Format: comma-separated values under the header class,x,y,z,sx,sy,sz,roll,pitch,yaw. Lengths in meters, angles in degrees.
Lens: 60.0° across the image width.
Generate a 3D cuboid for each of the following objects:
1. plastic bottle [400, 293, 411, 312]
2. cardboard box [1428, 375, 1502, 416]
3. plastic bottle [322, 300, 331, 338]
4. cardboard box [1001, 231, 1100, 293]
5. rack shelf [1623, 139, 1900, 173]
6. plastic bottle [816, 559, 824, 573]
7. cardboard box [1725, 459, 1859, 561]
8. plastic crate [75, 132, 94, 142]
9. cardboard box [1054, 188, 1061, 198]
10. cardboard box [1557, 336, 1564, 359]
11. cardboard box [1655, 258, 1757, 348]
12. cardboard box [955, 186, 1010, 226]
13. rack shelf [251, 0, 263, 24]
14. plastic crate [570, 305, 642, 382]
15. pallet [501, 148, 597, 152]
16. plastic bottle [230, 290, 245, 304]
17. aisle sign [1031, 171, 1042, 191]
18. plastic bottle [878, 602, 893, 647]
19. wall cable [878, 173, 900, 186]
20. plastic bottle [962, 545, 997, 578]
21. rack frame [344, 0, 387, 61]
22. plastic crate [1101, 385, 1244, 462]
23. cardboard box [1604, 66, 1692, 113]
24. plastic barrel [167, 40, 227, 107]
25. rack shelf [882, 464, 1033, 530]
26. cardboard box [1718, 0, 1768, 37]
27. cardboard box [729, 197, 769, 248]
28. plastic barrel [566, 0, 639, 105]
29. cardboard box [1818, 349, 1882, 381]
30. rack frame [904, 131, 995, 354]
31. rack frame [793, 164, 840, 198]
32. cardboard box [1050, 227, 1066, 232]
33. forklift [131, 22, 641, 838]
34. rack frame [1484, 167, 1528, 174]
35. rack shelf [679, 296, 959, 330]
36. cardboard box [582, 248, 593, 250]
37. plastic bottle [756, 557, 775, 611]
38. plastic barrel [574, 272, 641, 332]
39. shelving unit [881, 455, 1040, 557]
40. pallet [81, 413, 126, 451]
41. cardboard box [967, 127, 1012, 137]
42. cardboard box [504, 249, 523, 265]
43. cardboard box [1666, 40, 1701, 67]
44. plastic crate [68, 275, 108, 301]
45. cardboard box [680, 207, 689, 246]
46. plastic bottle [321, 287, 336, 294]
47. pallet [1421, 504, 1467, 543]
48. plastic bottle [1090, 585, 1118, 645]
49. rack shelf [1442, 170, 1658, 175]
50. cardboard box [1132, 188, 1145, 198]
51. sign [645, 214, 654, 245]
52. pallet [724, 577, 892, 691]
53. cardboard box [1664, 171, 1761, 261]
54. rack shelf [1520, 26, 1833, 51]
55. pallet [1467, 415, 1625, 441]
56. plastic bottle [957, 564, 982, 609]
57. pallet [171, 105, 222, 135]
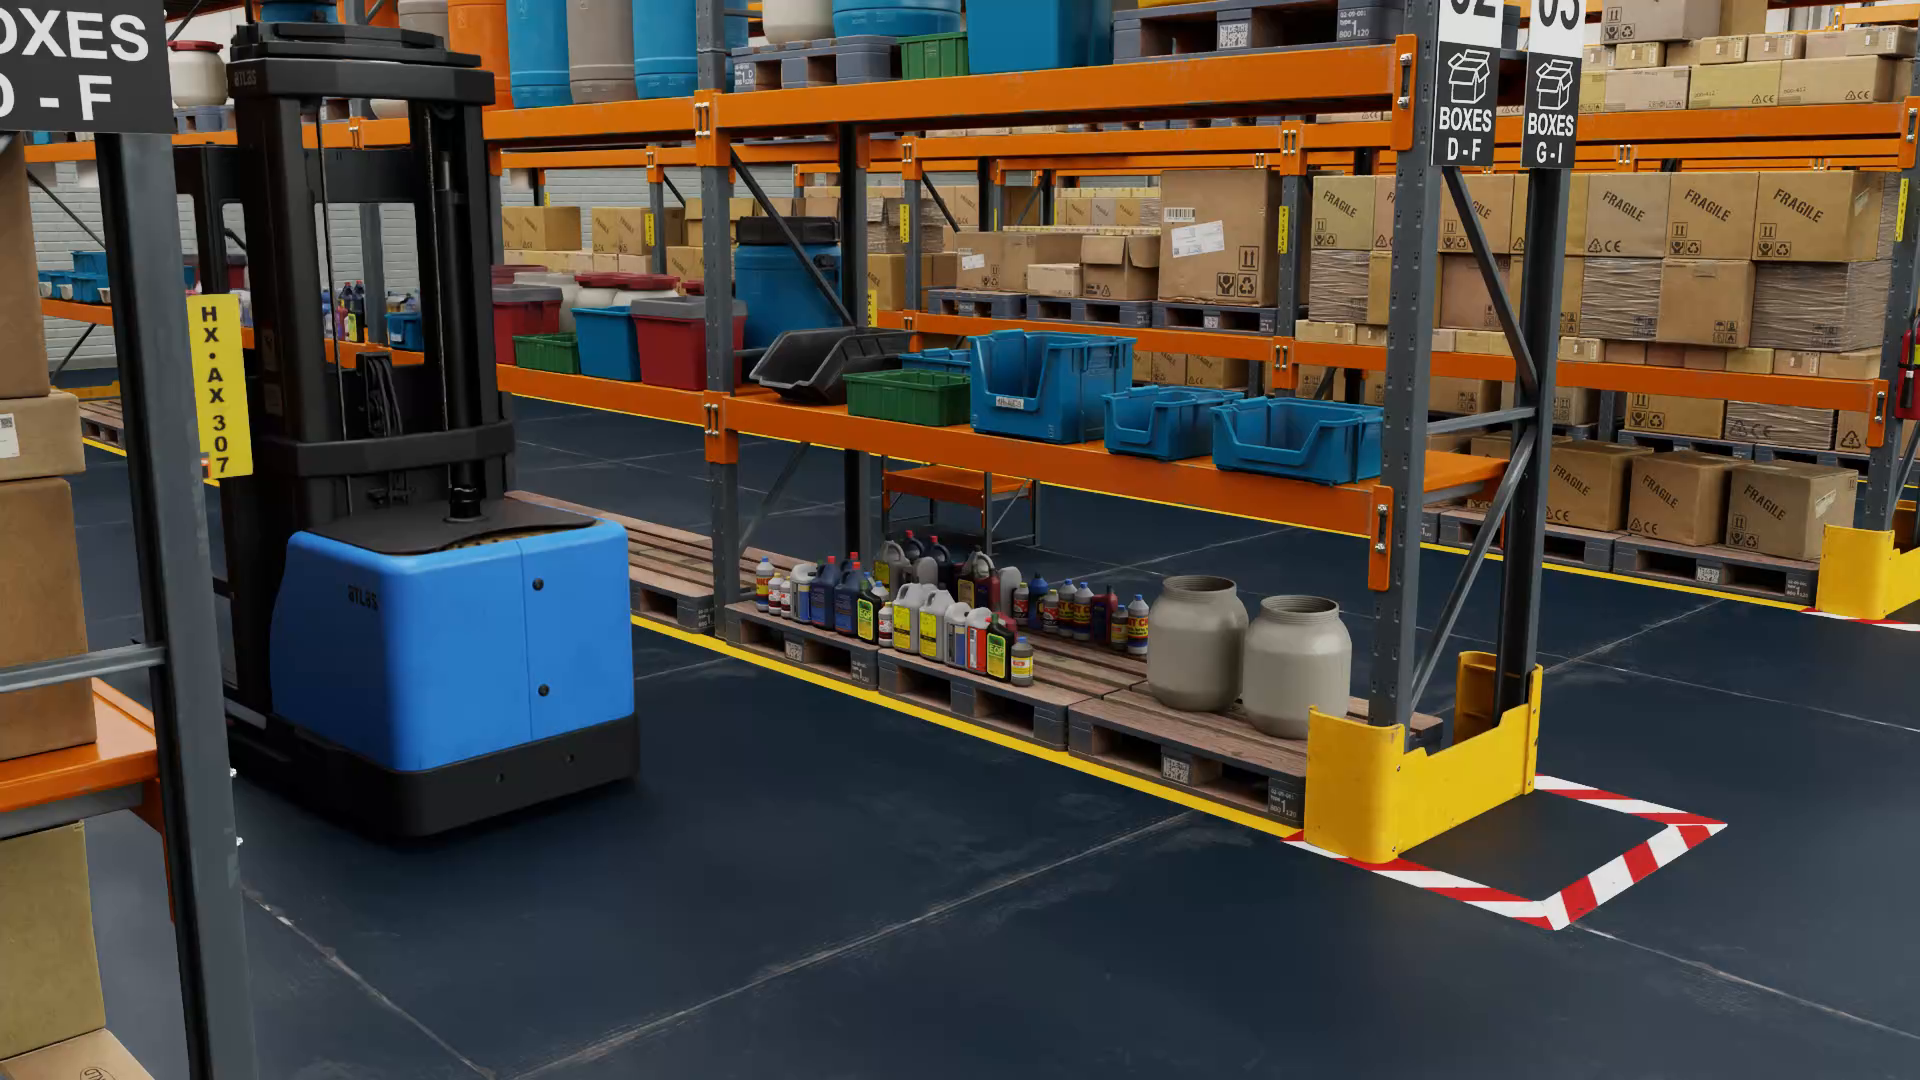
class,x,y,z,sx,sy,sz,roll,pitch,yaw
plastic bottle,-4.271,-1.769,12.851,0.061,0.283,0.133,-11,16,-43
cardboard box,5.177,-1.696,16.746,1.050,0.750,0.750,-11,16,-43
plastic bottle,-4.616,-1.608,12.103,0.097,0.271,0.097,0,12,0
cardboard box,0.774,-2.394,14.311,0.700,0.500,0.500,-8,14,-34
rack shelf,7.715,-3.198,13.850,1.077,0.370,4.000,-11,16,-43
plastic bottle,-0.683,0.244,8.433,0.061,0.283,0.133,-11,16,-43
cardboard box,5.020,-0.188,10.044,0.500,0.500,0.500,-7,14,-32
plastic crate,-7.885,-3.803,15.295,0.437,0.282,0.530,-11,16,-43
cardboard box,1.602,-5.595,26.802,0.380,0.149,0.250,-10,16,-41
cardboard box,3.859,-1.253,10.683,0.380,0.149,0.250,-11,16,-43
cardboard box,4.647,-1.448,10.021,0.875,0.500,0.500,-11,16,-43
cardboard box,0.289,-4.256,21.173,0.500,0.500,0.500,11,16,43
rack shelf,-5.049,-4.272,12.621,1.077,0.370,4.000,-11,16,-43
plastic crate,-1.892,-1.116,9.436,0.392,0.384,0.575,-11,16,-43
pallet,-5.090,-4.767,19.902,1.003,0.211,1.213,-11,16,-43
plastic bottle,-5.746,-1.858,13.302,0.152,0.276,0.135,-11,16,-43
aisle sign,1.298,-6.072,27.010,0.394,0.787,0.004,-11,16,-43
plastic bottle,-0.339,0.396,7.899,0.097,0.201,0.097,0,12,0
wall cable,-1.336,-6.346,32.261,0.588,1.984,0.122,-11,16,-43
plastic bottle,0.103,0.204,8.460,0.144,0.351,0.185,-11,16,-43
rack frame,-3.668,-4.529,11.092,1.000,3.000,0.127,-11,16,-43
plastic crate,0.851,-0.477,6.661,0.499,0.251,0.408,-11,16,-43
cardboard box,4.228,-2.692,9.983,0.500,0.250,0.500,-10,16,-41
plastic barrel,-6.248,-3.804,13.629,0.433,0.535,0.433,0,12,0
rack shelf,-0.005,-0.312,11.352,0.538,0.278,1.000,-11,16,-43
cardboard box,4.609,-3.276,10.221,0.500,0.500,0.500,-11,16,-43
cardboard box,-1.935,-3.211,16.828,0.797,0.503,0.637,-11,16,-42
plastic barrel,-1.865,-2.861,9.187,0.600,0.901,0.600,0,12,0
cardboard box,5.093,-1.003,9.468,0.380,0.149,0.250,-11,16,-43
rack frame,-0.085,-2.281,15.047,1.000,3.000,0.127,-11,16,-43
rack frame,-1.953,-4.125,23.997,1.000,3.000,0.127,-11,16,-43
cardboard box,1.292,-3.679,19.941,0.380,0.149,0.250,-11,16,-43
forklift,-2.681,-0.586,6.993,3.031,2.935,1.130,11,16,43
rack frame,7.082,-3.662,21.750,1.000,3.000,0.127,-11,16,-43
rack shelf,-1.467,-2.220,16.536,1.077,0.370,4.000,-11,16,-43
cardboard box,-4.382,-3.338,19.815,0.500,0.250,0.500,11,16,43
plastic bottle,-1.002,0.222,8.572,0.097,0.271,0.097,0,12,0
plastic barrel,-2.213,-1.414,10.502,0.433,0.535,0.433,0,12,0
shelving unit,-0.005,-0.552,11.303,0.538,1.125,1.048,-11,16,-43
pallet,-7.813,-1.088,16.171,1.003,0.211,1.213,-11,16,-43
cardboard box,0.409,-3.497,13.891,0.500,0.250,0.500,-10,16,-41
cardboard box,-5.110,-3.338,19.813,0.500,0.250,0.500,-11,16,-43
cardboard box,4.387,-2.867,9.843,0.380,0.149,0.250,-11,16,-42
plastic crate,-8.351,-2.431,16.045,0.416,0.233,0.300,-11,16,-43
cardboard box,-2.994,-3.409,18.302,0.500,0.500,0.500,-11,16,-43
plastic bottle,-5.231,-1.954,13.771,0.152,0.276,0.135,-11,16,-43
pallet,3.166,-0.238,12.043,1.003,0.211,1.213,-11,16,-43
plastic bottle,0.687,0.349,7.928,0.061,0.283,0.133,-11,16,-42
rack shelf,9.288,-5.762,26.297,1.077,0.370,4.000,-11,16,-43
cardboard box,2.859,-5.331,25.522,0.380,0.149,0.250,-11,16,-43
sign,-3.248,-3.250,17.409,0.100,0.325,0.005,-11,16,-43
pallet,-0.472,0.463,8.641,1.003,0.211,1.213,-11,16,-43
cardboard box,4.531,-1.915,9.812,0.500,0.500,0.500,-11,16,-43
rack shelf,8.463,-5.760,19.841,1.077,0.370,4.000,-11,16,-43
pallet,5.747,-1.110,16.274,1.003,0.211,1.213,-11,16,-43
plastic bottle,0.047,0.255,8.380,0.061,0.283,0.133,-11,16,-43
pallet,-5.818,-3.450,13.758,1.213,0.211,1.003,-11,16,-43
